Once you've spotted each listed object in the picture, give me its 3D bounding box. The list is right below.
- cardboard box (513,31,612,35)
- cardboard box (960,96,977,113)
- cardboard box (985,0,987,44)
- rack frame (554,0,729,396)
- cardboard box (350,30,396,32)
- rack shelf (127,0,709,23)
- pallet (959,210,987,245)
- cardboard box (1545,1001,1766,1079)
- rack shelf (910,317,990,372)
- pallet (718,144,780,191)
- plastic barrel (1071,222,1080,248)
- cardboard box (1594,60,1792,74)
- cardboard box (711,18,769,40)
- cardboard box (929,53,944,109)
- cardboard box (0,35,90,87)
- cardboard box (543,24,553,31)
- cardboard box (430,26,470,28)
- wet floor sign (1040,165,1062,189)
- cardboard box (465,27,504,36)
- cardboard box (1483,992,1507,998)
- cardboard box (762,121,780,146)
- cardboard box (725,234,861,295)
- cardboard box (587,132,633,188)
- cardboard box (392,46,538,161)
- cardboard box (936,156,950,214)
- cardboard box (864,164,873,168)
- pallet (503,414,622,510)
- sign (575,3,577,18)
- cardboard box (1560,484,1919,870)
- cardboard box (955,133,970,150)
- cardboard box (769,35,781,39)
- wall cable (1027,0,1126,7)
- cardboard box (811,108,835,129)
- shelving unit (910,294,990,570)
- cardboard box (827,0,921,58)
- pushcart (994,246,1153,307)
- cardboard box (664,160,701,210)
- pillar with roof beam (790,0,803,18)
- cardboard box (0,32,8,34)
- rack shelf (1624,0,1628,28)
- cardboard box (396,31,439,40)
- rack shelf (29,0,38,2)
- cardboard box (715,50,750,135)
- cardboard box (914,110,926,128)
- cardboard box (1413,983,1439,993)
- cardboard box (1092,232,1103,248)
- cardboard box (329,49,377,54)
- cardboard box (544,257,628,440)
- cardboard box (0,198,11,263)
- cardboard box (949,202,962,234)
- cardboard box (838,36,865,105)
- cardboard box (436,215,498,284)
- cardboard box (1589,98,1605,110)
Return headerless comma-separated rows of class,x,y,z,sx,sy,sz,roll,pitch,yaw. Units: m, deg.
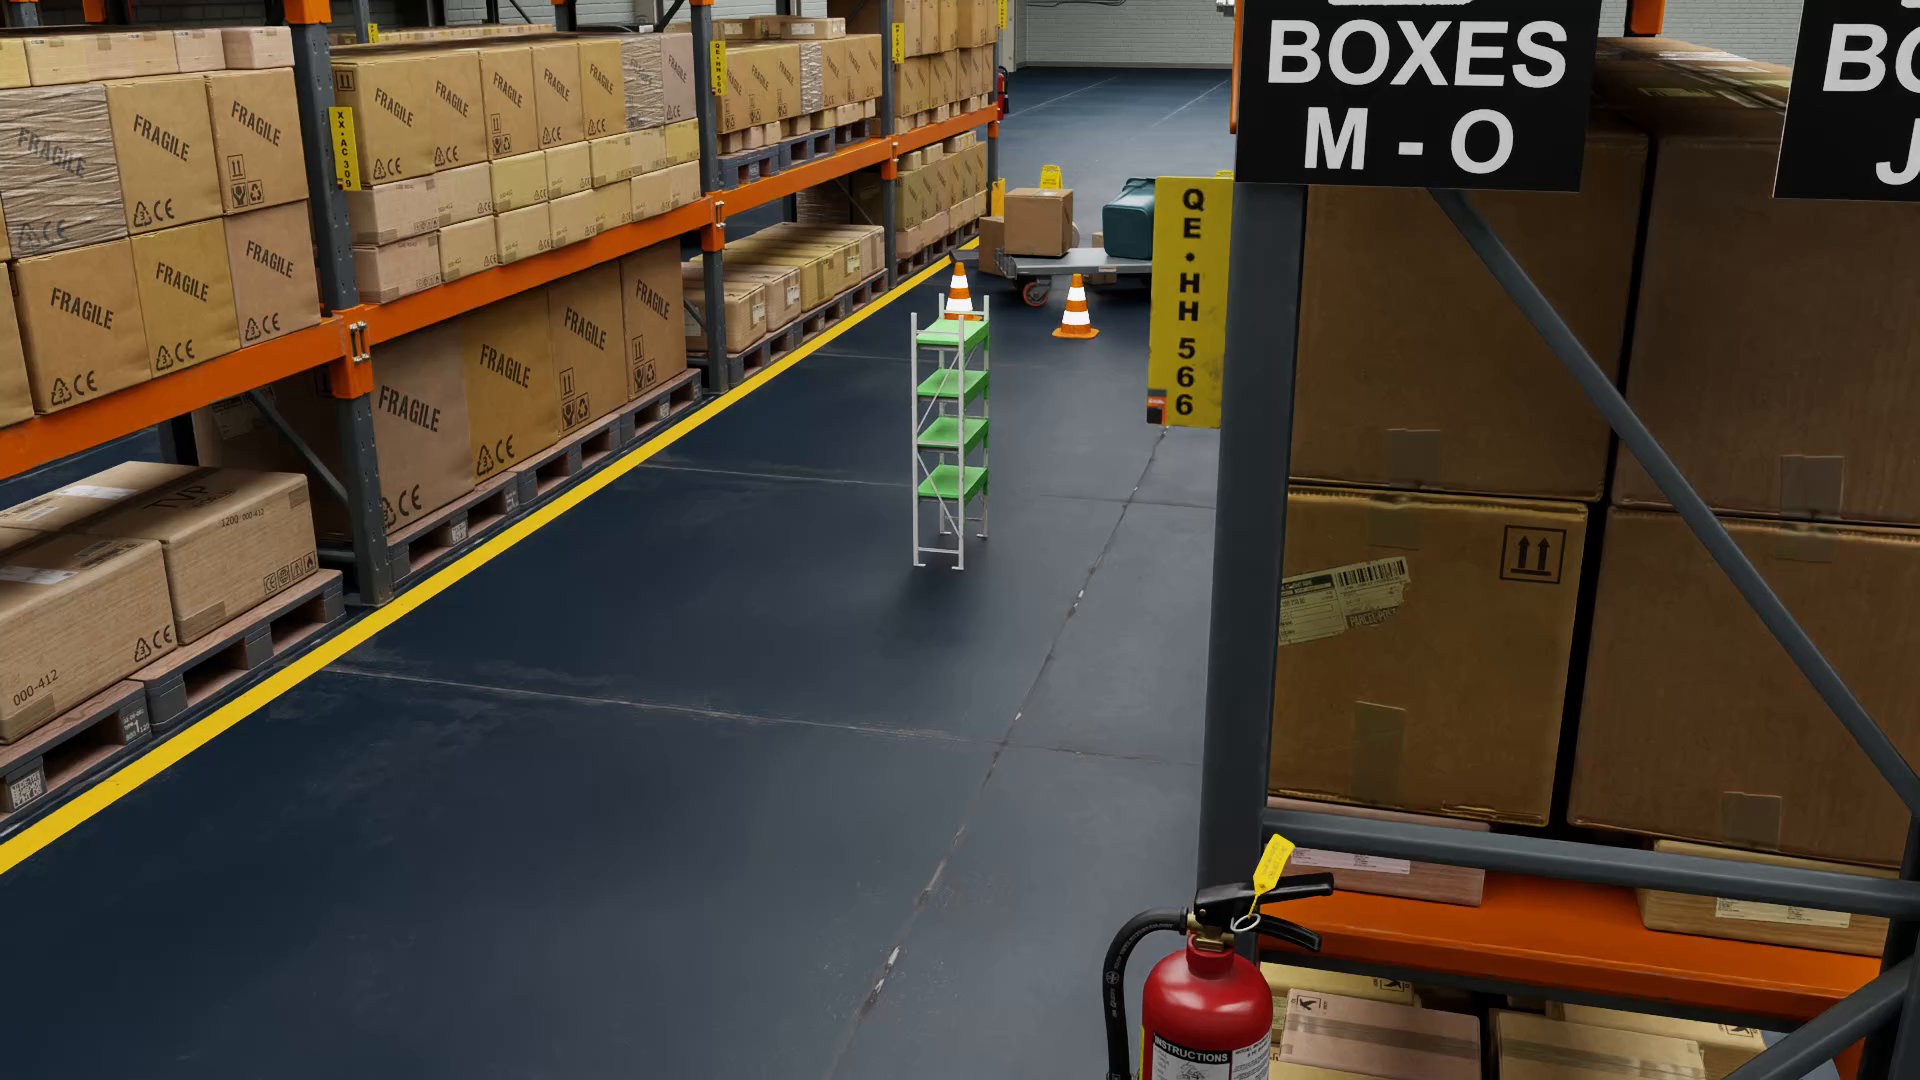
cardboard box,-2.396,-2.810,10.072,0.500,0.500,0.500,4,19,12
cardboard box,-0.039,-4.429,16.903,0.380,0.149,0.250,5,19,14
cardboard box,-0.128,-5.258,16.779,0.700,0.500,0.500,5,19,14
rack frame,-2.039,-2.425,10.646,1.000,3.000,0.127,5,19,13
cardboard box,-5.854,-5.011,16.598,0.380,0.149,0.250,4,19,12
rack shelf,-2.527,-2.877,8.442,1.077,0.370,4.000,5,19,13
pallet,-0.335,-3.337,17.631,1.003,0.211,1.213,5,19,13
cardboard box,1.425,1.009,3.434,0.380,0.149,0.250,5,19,13
rack shelf,-0.040,-0.910,7.707,0.258,0.148,0.480,5,19,13
pallet,-1.968,-2.566,11.355,1.213,0.211,1.003,5,19,13
plastic barrel,0.879,-2.946,16.158,0.421,0.421,0.512,-13,23,-34
cardboard box,1.585,-0.819,3.783,0.500,0.500,0.500,4,19,12
cardboard box,-1.685,-3.904,12.709,0.380,0.149,0.250,6,20,16
cardboard box,-0.448,-4.298,15.515,0.500,0.500,0.500,4,19,13
cardboard box,-3.093,-1.563,5.419,0.380,0.149,0.250,5,19,13
cardboard box,-4.781,-5.689,18.585,0.380,0.149,0.250,5,19,14
cardboard box,-5.450,-5.405,17.754,0.380,0.149,0.250,5,20,15
wet floor sign,1.000,-3.793,18.294,0.267,0.644,0.232,12,22,32
cardboard box,-4.996,-5.281,17.390,0.380,0.149,0.250,5,19,14
cardboard box,1.445,0.980,3.978,0.380,0.149,0.250,4,19,11
cardboard box,-1.479,-2.844,11.614,0.380,0.149,0.250,5,19,14
cardboard box,-1.359,-2.243,13.531,0.950,0.372,0.625,6,20,17
cardboard box,-2.138,-2.095,9.140,0.500,0.250,0.500,4,19,12
cardboard box,-2.407,-2.125,8.068,0.500,0.500,0.500,4,19,12
cardboard box,-0.408,-3.426,16.020,0.500,0.500,0.500,6,20,16
cardboard box,-1.054,-3.297,15.644,0.500,0.500,0.500,5,19,14
pallet,-2.604,-0.483,9.274,1.003,0.211,1.213,5,19,13
sign,-4.375,-5.936,18.768,0.100,0.325,0.005,5,19,13
cardboard box,1.209,0.135,2.537,0.500,0.500,0.500,6,20,16
cardboard box,-0.116,-4.021,16.760,0.380,0.149,0.250,5,19,14
cardboard box,-1.576,-3.784,13.361,0.500,0.500,0.500,5,19,14
wall cable,3.390,-16.767,48.160,3.097,2.526,0.112,5,19,13
cardboard box,-1.183,-3.257,12.820,0.380,0.149,0.250,5,19,13
shelving unit,-0.040,-0.516,7.842,0.258,1.200,0.503,5,19,13
cardboard box,-0.744,-4.460,14.444,0.700,0.500,0.500,4,19,13
pushcart,1.162,-2.273,14.259,1.648,0.377,0.936,-2,19,-6
cardboard box,-1.910,-2.175,10.146,0.500,0.250,0.500,4,19,11
pillar with roof beam,1.164,-11.436,27.747,9.100,9.000,0.400,5,19,13
cardboard box,-3.534,-1.682,5.766,0.380,0.149,0.250,5,19,13
rack shelf,2.297,-2.518,7.390,1.077,0.370,4.000,5,19,13
cardboard box,-5.318,-4.883,16.225,0.380,0.149,0.250,5,20,15
rack shelf,-6.364,-4.521,13.257,1.077,0.370,4.000,5,19,13
cardboard box,-1.704,-2.934,10.873,0.500,0.500,0.500,4,19,12
cardboard box,-0.532,-3.877,15.285,0.380,0.149,0.250,5,20,15
cardboard box,0.897,0.883,3.801,0.380,0.149,0.250,4,19,11
cardboard box,1.555,-3.013,16.779,0.380,0.149,0.250,17,25,41
cardboard box,-3.031,-2.014,7.742,0.500,0.500,0.500,5,19,14
cardboard box,-2.510,-1.129,9.489,0.875,0.875,0.875,5,19,14
cardboard box,-3.241,-1.047,4.909,0.500,0.500,0.500,5,19,14
cardboard box,-0.277,-3.229,16.604,0.500,0.250,0.500,4,19,11
cardboard box,-1.072,-3.747,13.252,0.500,0.500,0.500,5,19,14
cardboard box,-2.528,-1.379,7.817,0.500,0.250,0.500,4,19,12
cardboard box,0.826,-0.541,2.969,0.500,0.500,0.500,4,19,12
